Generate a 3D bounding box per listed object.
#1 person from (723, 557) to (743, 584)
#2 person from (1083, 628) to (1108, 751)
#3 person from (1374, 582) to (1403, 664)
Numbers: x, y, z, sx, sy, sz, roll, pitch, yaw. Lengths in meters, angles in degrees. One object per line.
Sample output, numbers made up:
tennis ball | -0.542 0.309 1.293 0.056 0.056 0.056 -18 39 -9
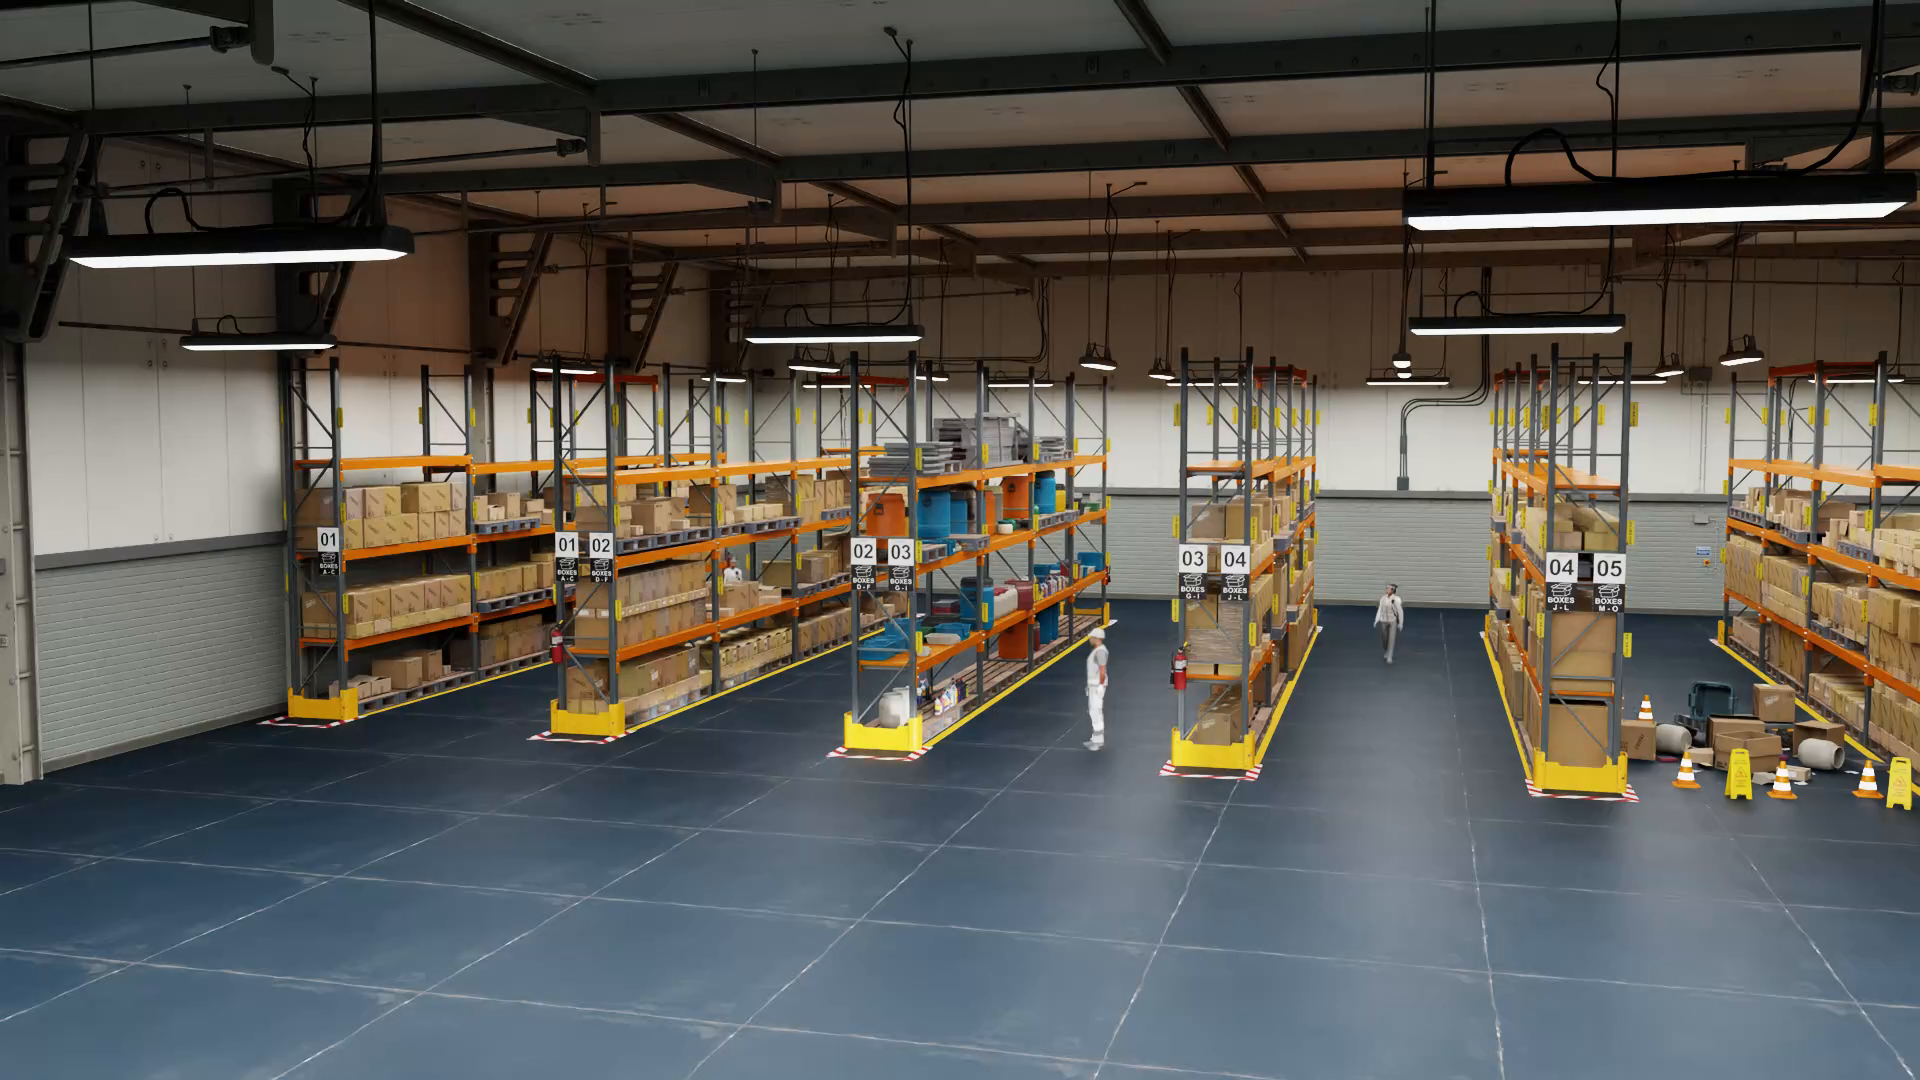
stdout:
person | -5.464 1.220 40.105 0.464 1.653 0.707 1 4 12
person | 2.060 2.173 25.323 0.374 1.659 0.575 0 4 0
person | 8.776 1.676 34.032 0.566 1.646 0.957 2 5 21
